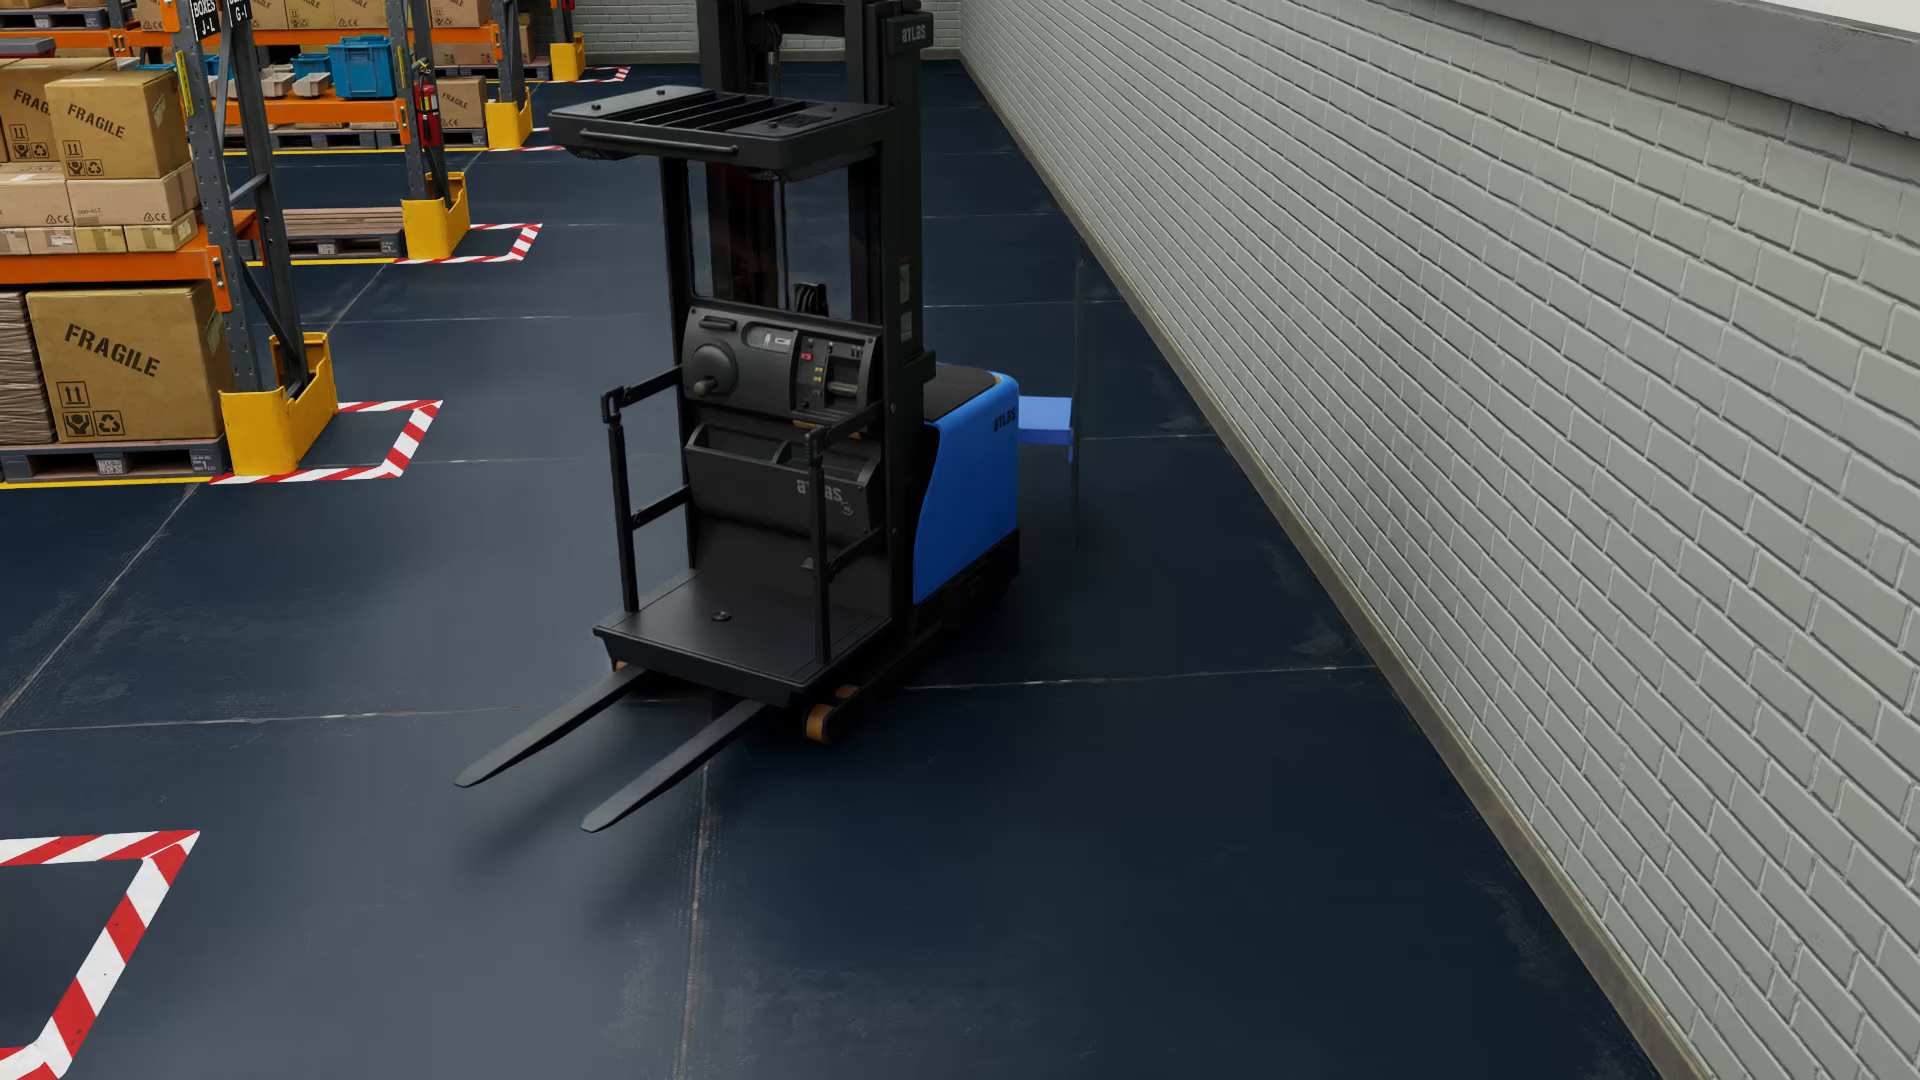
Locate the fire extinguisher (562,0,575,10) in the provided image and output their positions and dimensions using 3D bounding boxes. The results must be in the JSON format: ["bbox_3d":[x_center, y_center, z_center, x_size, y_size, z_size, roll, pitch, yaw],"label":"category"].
[{"bbox_3d":[-5.370,-7.597,22.703,0.183,0.674,0.296,-2,24,-5],"label":"fire extinguisher"}]

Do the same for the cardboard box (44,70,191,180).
[{"bbox_3d":[-4.564,-2.261,9.039,0.500,0.500,0.500,-2,24,-4],"label":"cardboard box"}]

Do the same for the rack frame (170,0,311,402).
[{"bbox_3d":[-4.105,-1.977,9.504,0.127,3.000,1.000,-2,24,-5],"label":"rack frame"}]

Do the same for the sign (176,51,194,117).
[{"bbox_3d":[-4.066,-2.394,8.726,0.005,0.325,0.100,-2,24,-5],"label":"sign"}]

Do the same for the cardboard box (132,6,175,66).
[{"bbox_3d":[-11.065,-6.918,22.751,0.750,0.750,0.750,-2,24,-4],"label":"cardboard box"}]

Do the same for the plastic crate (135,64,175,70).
[{"bbox_3d":[-6.611,-3.744,13.613,0.300,0.233,0.416,-2,24,-5],"label":"plastic crate"}]

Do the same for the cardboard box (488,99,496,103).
[{"bbox_3d":[-5.526,-5.002,19.278,0.250,0.149,0.380,-2,24,-5],"label":"cardboard box"}]

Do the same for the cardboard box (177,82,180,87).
[{"bbox_3d":[-8.517,-5.018,18.882,0.500,0.500,0.500,-2,24,-5],"label":"cardboard box"}]

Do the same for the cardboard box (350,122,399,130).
[{"bbox_3d":[-6.541,-4.779,18.652,0.500,0.250,0.500,-2,24,-5],"label":"cardboard box"}]

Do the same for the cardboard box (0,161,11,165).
[{"bbox_3d":[-5.627,-2.092,9.582,0.500,0.250,0.500,-3,24,-7],"label":"cardboard box"}]

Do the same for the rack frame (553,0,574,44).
[{"bbox_3d":[-5.566,-7.983,23.018,0.127,3.000,1.000,-2,24,-5],"label":"rack frame"}]

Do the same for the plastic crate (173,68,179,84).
[{"bbox_3d":[-6.869,-3.917,14.120,0.466,0.136,0.293,-2,24,-5],"label":"plastic crate"}]

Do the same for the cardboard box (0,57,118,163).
[{"bbox_3d":[-5.107,-2.457,9.480,0.500,0.500,0.500,-3,24,-6],"label":"cardboard box"}]

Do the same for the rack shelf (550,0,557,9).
[{"bbox_3d":[-7.556,-7.575,22.984,4.000,0.370,1.077,-2,24,-5],"label":"rack shelf"}]

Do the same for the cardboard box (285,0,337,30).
[{"bbox_3d":[-7.009,-5.839,18.071,0.500,0.500,0.500,-3,24,-6],"label":"cardboard box"}]

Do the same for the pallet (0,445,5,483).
[{"bbox_3d":[-6.105,-0.592,9.821,1.213,0.211,1.003,-2,24,-5],"label":"pallet"}]

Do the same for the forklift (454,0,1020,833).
[{"bbox_3d":[-0.859,-0.707,6.731,1.130,2.935,3.031,13,27,26],"label":"forklift"}]

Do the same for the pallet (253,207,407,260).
[{"bbox_3d":[-5.417,-2.687,14.536,1.213,0.211,1.003,-2,24,-5],"label":"pallet"}]

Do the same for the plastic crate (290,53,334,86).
[{"bbox_3d":[-5.525,-4.027,14.248,0.300,0.233,0.416,-2,24,-5],"label":"plastic crate"}]

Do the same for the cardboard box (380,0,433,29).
[{"bbox_3d":[-6.010,-5.877,18.155,0.500,0.500,0.500,-2,24,-5],"label":"cardboard box"}]

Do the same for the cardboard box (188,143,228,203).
[{"bbox_3d":[-4.610,-2.134,9.677,0.500,0.250,0.500,-3,24,-7],"label":"cardboard box"}]

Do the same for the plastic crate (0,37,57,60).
[{"bbox_3d":[-7.660,-3.810,13.476,0.583,0.464,0.402,-2,24,-5],"label":"plastic crate"}]

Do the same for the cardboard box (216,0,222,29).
[{"bbox_3d":[-8.013,-5.799,17.981,0.500,0.500,0.500,-2,24,-4],"label":"cardboard box"}]

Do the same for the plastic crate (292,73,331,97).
[{"bbox_3d":[-5.386,-3.780,13.812,0.243,0.136,0.396,-2,24,-5],"label":"plastic crate"}]

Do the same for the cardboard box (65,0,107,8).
[{"bbox_3d":[-9.549,-6.130,18.209,0.500,0.500,0.700,-11,26,-23],"label":"cardboard box"}]

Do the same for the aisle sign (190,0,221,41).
[{"bbox_3d":[-4.004,-3.046,8.710,0.004,0.787,0.394,-2,24,-5],"label":"aisle sign"}]

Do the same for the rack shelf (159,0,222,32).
[{"bbox_3d":[-6.096,-2.939,8.862,4.000,0.370,1.077,-2,24,-5],"label":"rack shelf"}]

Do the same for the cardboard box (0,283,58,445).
[{"bbox_3d":[-5.640,-1.104,9.639,0.875,0.875,0.875,-2,24,-5],"label":"cardboard box"}]

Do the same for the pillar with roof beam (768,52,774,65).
[{"bbox_3d":[-2.541,-9.442,18.913,0.400,9.000,9.100,-2,24,-5],"label":"pillar with roof beam"}]

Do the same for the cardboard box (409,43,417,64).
[{"bbox_3d":[-7.781,-6.900,23.141,0.500,0.500,0.700,-2,24,-4],"label":"cardboard box"}]

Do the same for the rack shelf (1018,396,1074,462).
[{"bbox_3d":[0.101,-0.602,8.701,1.000,0.185,0.538,2,24,5],"label":"rack shelf"}]

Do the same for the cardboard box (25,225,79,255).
[{"bbox_3d":[-4.937,-1.694,9.177,0.250,0.149,0.380,-2,24,-5],"label":"cardboard box"}]

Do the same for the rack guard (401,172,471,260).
[{"bbox_3d":[-4.570,-2.843,14.530,0.348,0.500,1.175,-2,24,-5],"label":"rack guard"}]

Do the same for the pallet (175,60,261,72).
[{"bbox_3d":[-10.307,-6.488,23.087,1.213,0.211,1.003,-2,24,-5],"label":"pallet"}]

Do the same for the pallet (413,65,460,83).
[{"bbox_3d":[-7.565,-6.598,23.334,1.213,0.211,1.003,-2,24,-5],"label":"pallet"}]

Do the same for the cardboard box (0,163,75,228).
[{"bbox_3d":[-5.066,-1.898,9.145,0.500,0.250,0.500,-3,24,-6],"label":"cardboard box"}]

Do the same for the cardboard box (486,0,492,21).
[{"bbox_3d":[-5.543,-6.116,18.693,0.500,0.500,0.500,-2,24,-4],"label":"cardboard box"}]

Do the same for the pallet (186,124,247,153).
[{"bbox_3d":[-8.372,-4.574,18.781,1.213,0.211,1.003,-2,24,-5],"label":"pallet"}]

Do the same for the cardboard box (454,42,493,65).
[{"bbox_3d":[-6.751,-6.944,23.241,0.500,0.500,0.700,-2,24,-5],"label":"cardboard box"}]

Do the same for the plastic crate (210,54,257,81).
[{"bbox_3d":[-6.181,-4.000,14.189,0.300,0.233,0.416,-2,24,-5],"label":"plastic crate"}]

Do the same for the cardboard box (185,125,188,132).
[{"bbox_3d":[-8.617,-4.723,18.452,0.500,0.311,0.500,-2,24,-5],"label":"cardboard box"}]

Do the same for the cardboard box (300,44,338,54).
[{"bbox_3d":[-8.792,-6.862,23.055,0.500,0.500,0.700,-2,24,-4],"label":"cardboard box"}]

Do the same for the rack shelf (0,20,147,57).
[{"bbox_3d":[-11.046,-5.413,18.121,4.000,0.370,1.077,-2,24,-5],"label":"rack shelf"}]

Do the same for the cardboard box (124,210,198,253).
[{"bbox_3d":[-4.427,-1.715,9.224,0.250,0.149,0.380,-2,24,-4],"label":"cardboard box"}]

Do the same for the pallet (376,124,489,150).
[{"bbox_3d":[-5.944,-4.671,19.000,1.213,0.211,1.003,-2,24,-5],"label":"pallet"}]

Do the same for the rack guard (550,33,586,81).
[{"bbox_3d":[-5.542,-6.842,23.528,0.348,0.500,1.175,-2,24,-5],"label":"rack guard"}]

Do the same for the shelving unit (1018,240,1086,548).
[{"bbox_3d":[0.101,-0.766,8.628,1.048,1.500,0.538,2,24,5],"label":"shelving unit"}]

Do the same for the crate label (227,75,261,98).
[{"bbox_3d":[-5.951,-3.753,13.752,0.243,0.136,0.396,-2,24,-5],"label":"crate label"}]

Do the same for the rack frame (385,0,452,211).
[{"bbox_3d":[-4.592,-3.979,14.008,0.127,3.000,1.000,-2,24,-5],"label":"rack frame"}]
